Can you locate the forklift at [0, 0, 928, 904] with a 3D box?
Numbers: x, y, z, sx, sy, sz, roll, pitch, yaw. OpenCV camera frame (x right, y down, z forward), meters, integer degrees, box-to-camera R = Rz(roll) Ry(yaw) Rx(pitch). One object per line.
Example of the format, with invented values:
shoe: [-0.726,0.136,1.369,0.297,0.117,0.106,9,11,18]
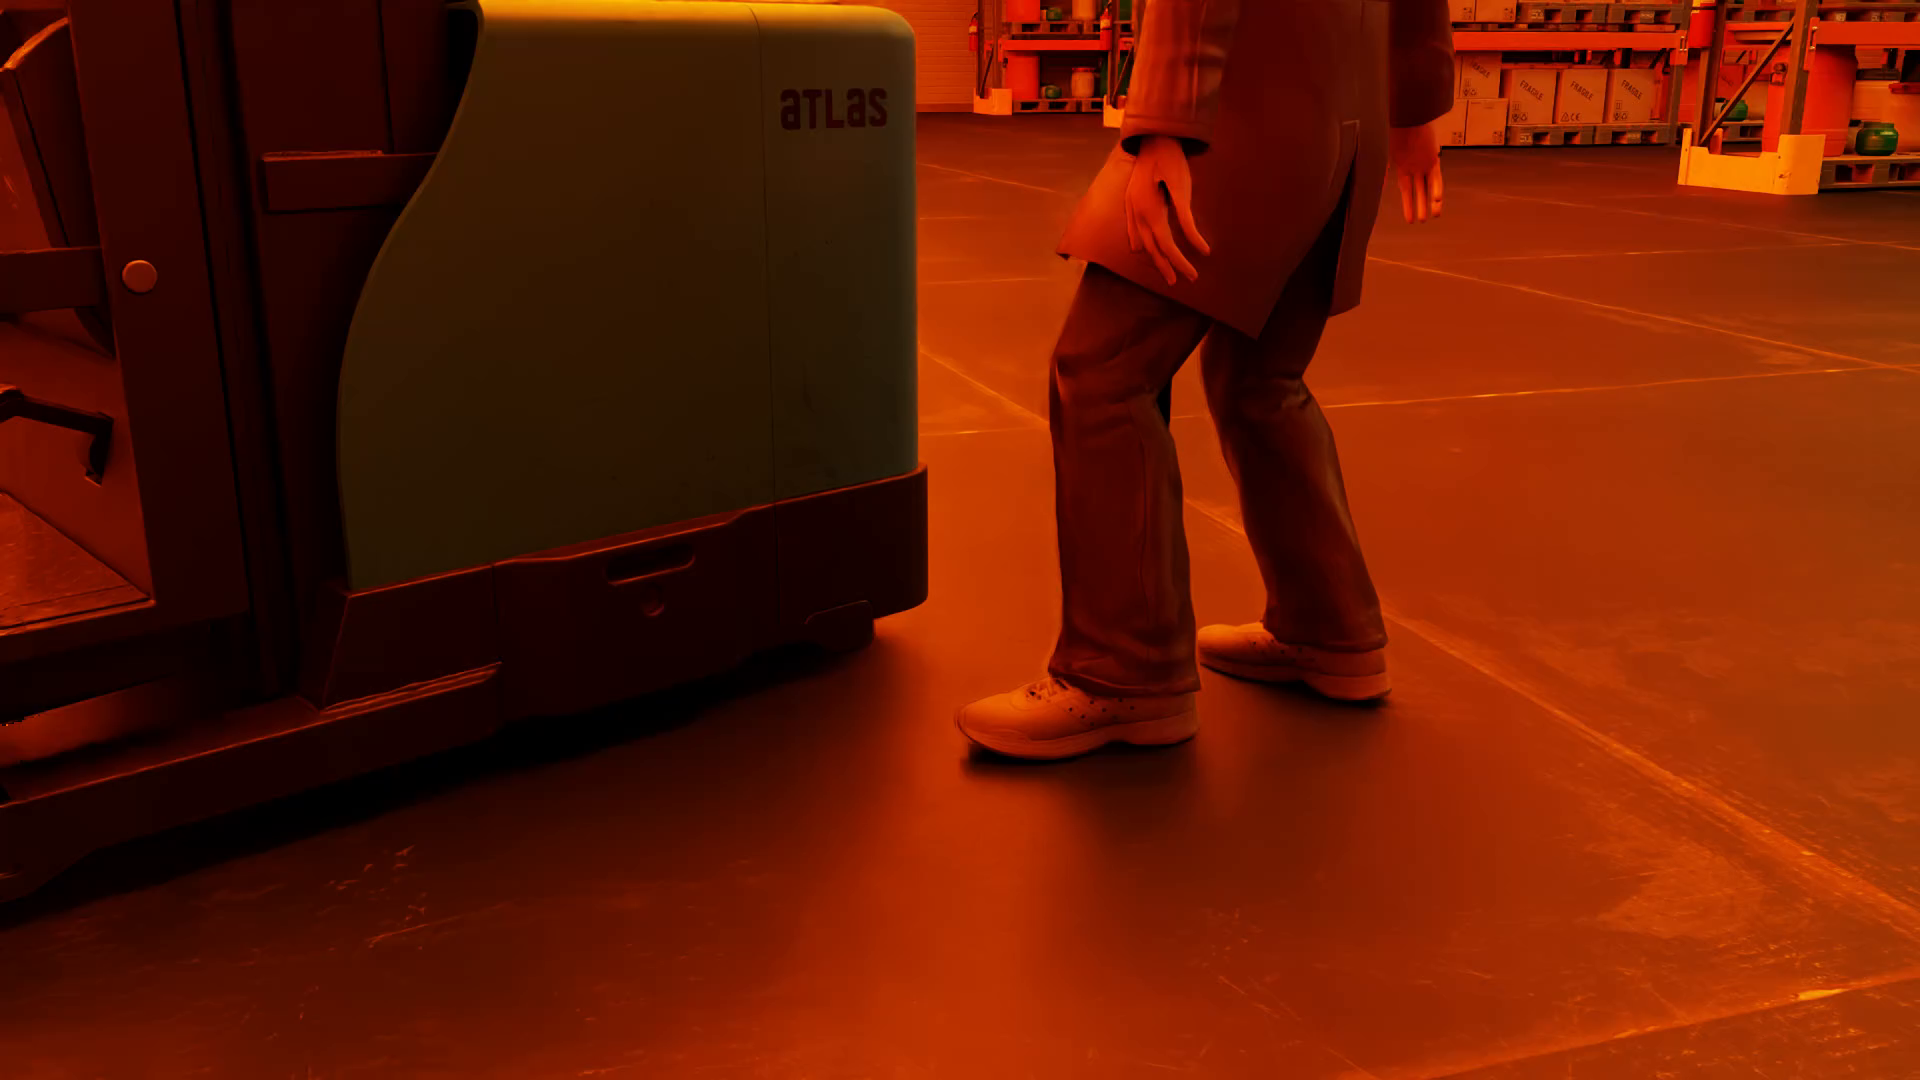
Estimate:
forklift: [-1.489,-1.060,1.969,3.031,2.935,1.130,-14,21,-40]

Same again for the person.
person: [0.425,-0.575,2.452,0.451,1.749,0.917,13,21,37]
